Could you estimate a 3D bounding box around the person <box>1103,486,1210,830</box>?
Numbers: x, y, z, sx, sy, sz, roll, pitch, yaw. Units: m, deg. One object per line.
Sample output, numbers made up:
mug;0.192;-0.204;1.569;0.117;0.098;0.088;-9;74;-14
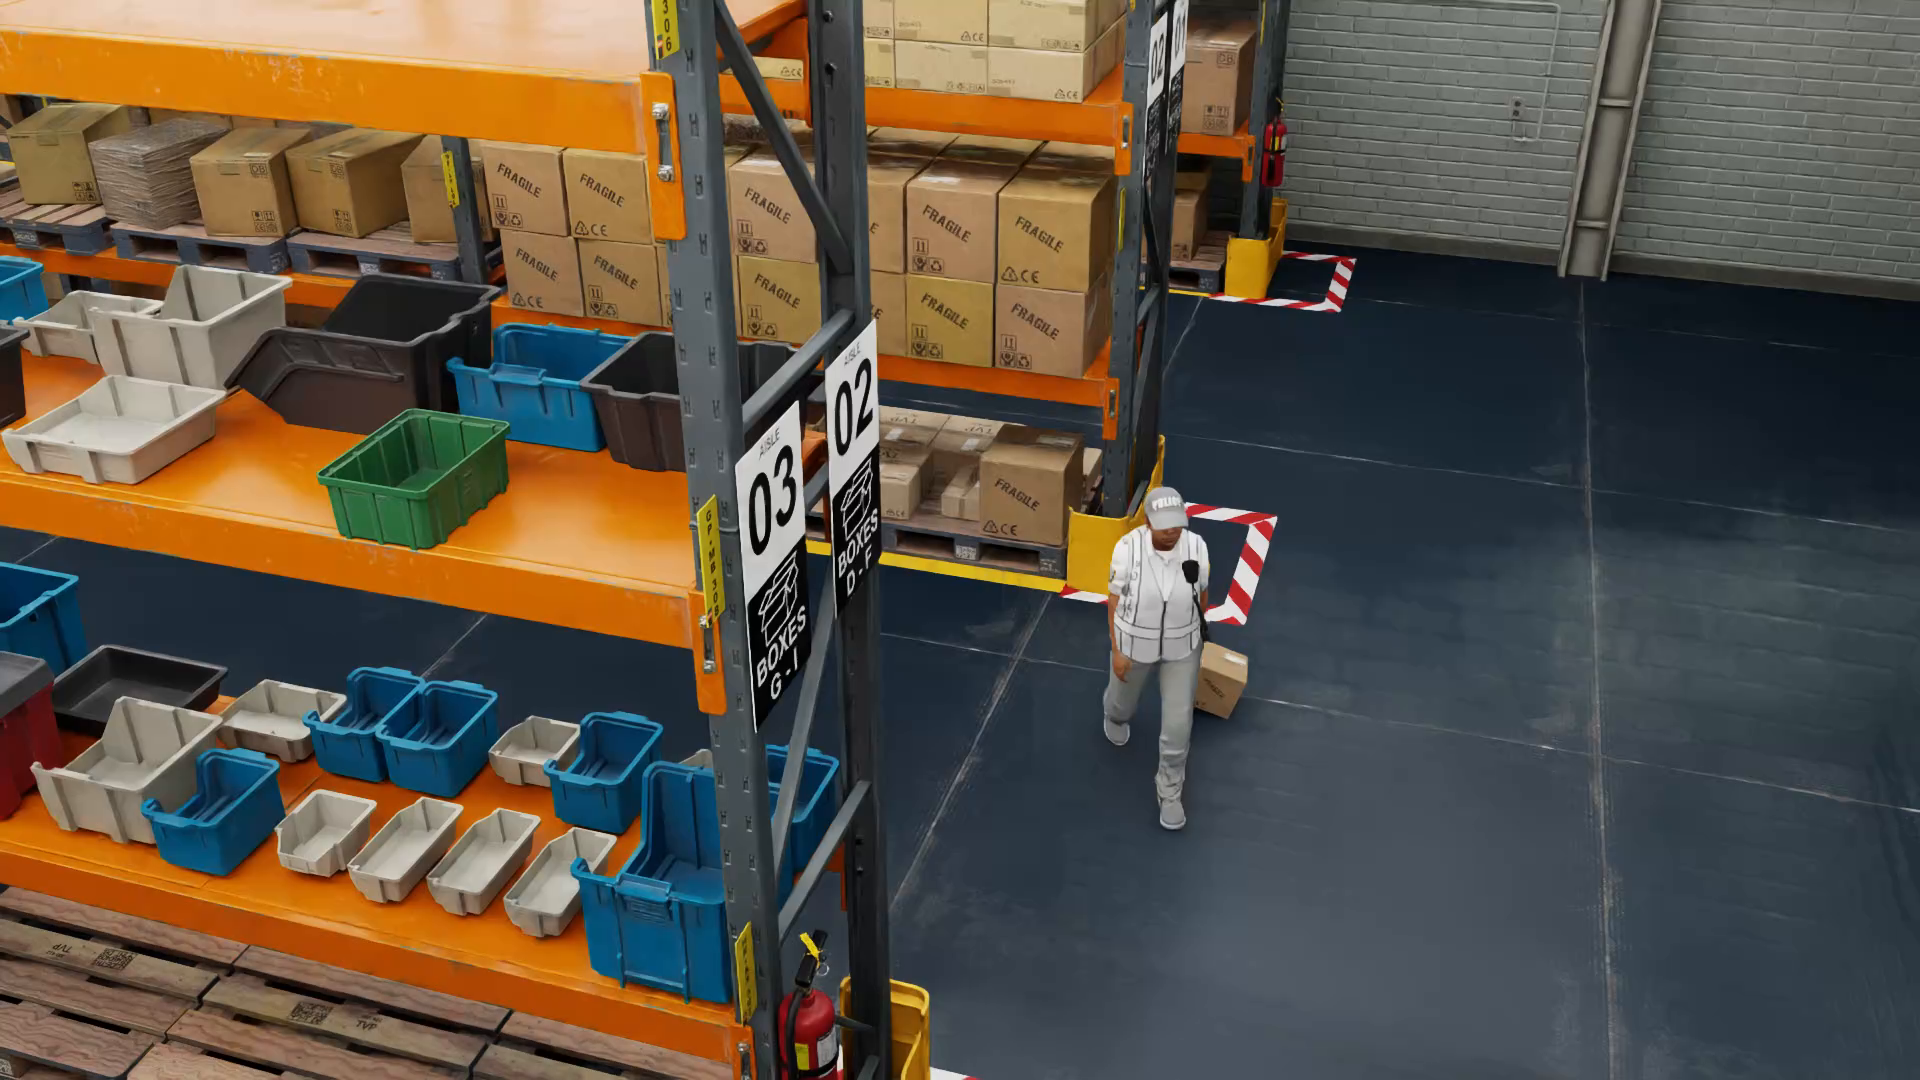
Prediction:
person;0.906;0.445;7.694;0.477;1.627;0.856;1;29;1
